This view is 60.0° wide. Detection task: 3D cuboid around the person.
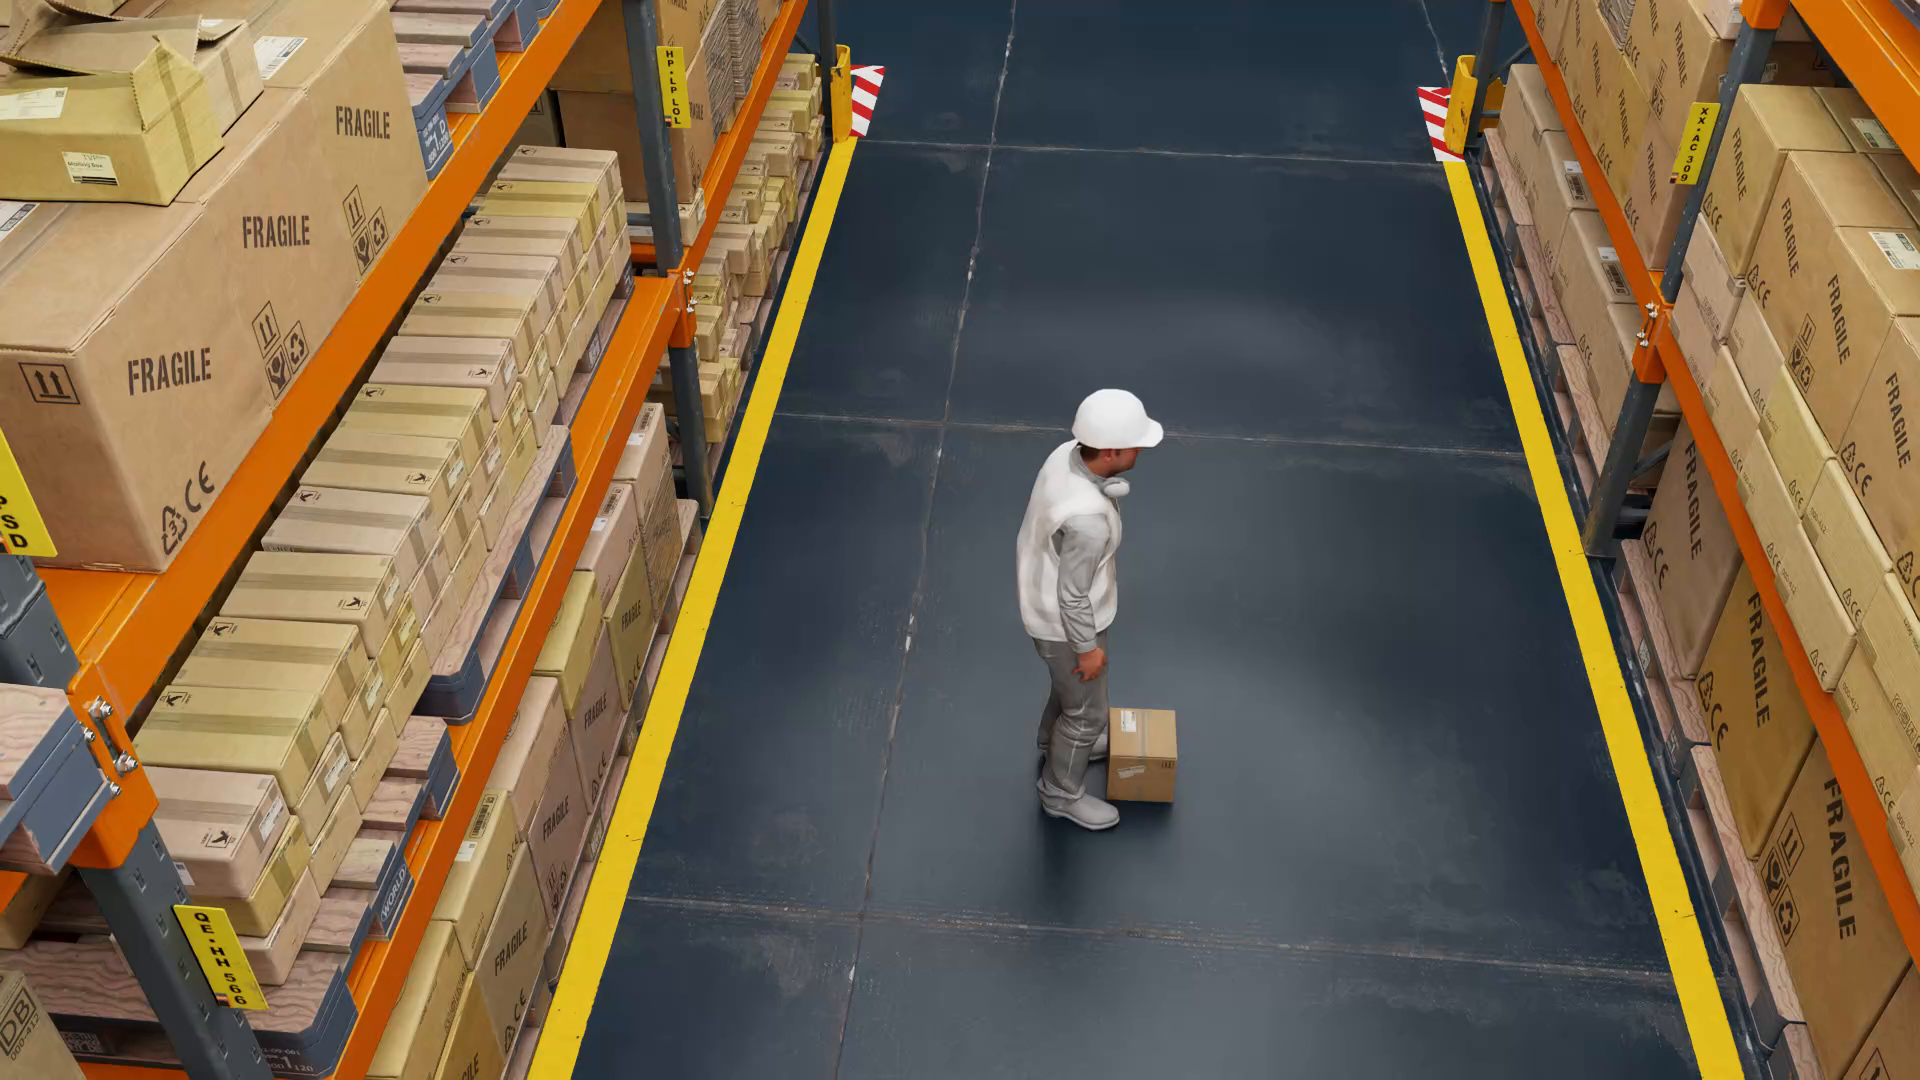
[{"bbox_3d":[0.427,0.226,5.868,0.466,1.766,0.579,2,40,2],"label":"person"}]
